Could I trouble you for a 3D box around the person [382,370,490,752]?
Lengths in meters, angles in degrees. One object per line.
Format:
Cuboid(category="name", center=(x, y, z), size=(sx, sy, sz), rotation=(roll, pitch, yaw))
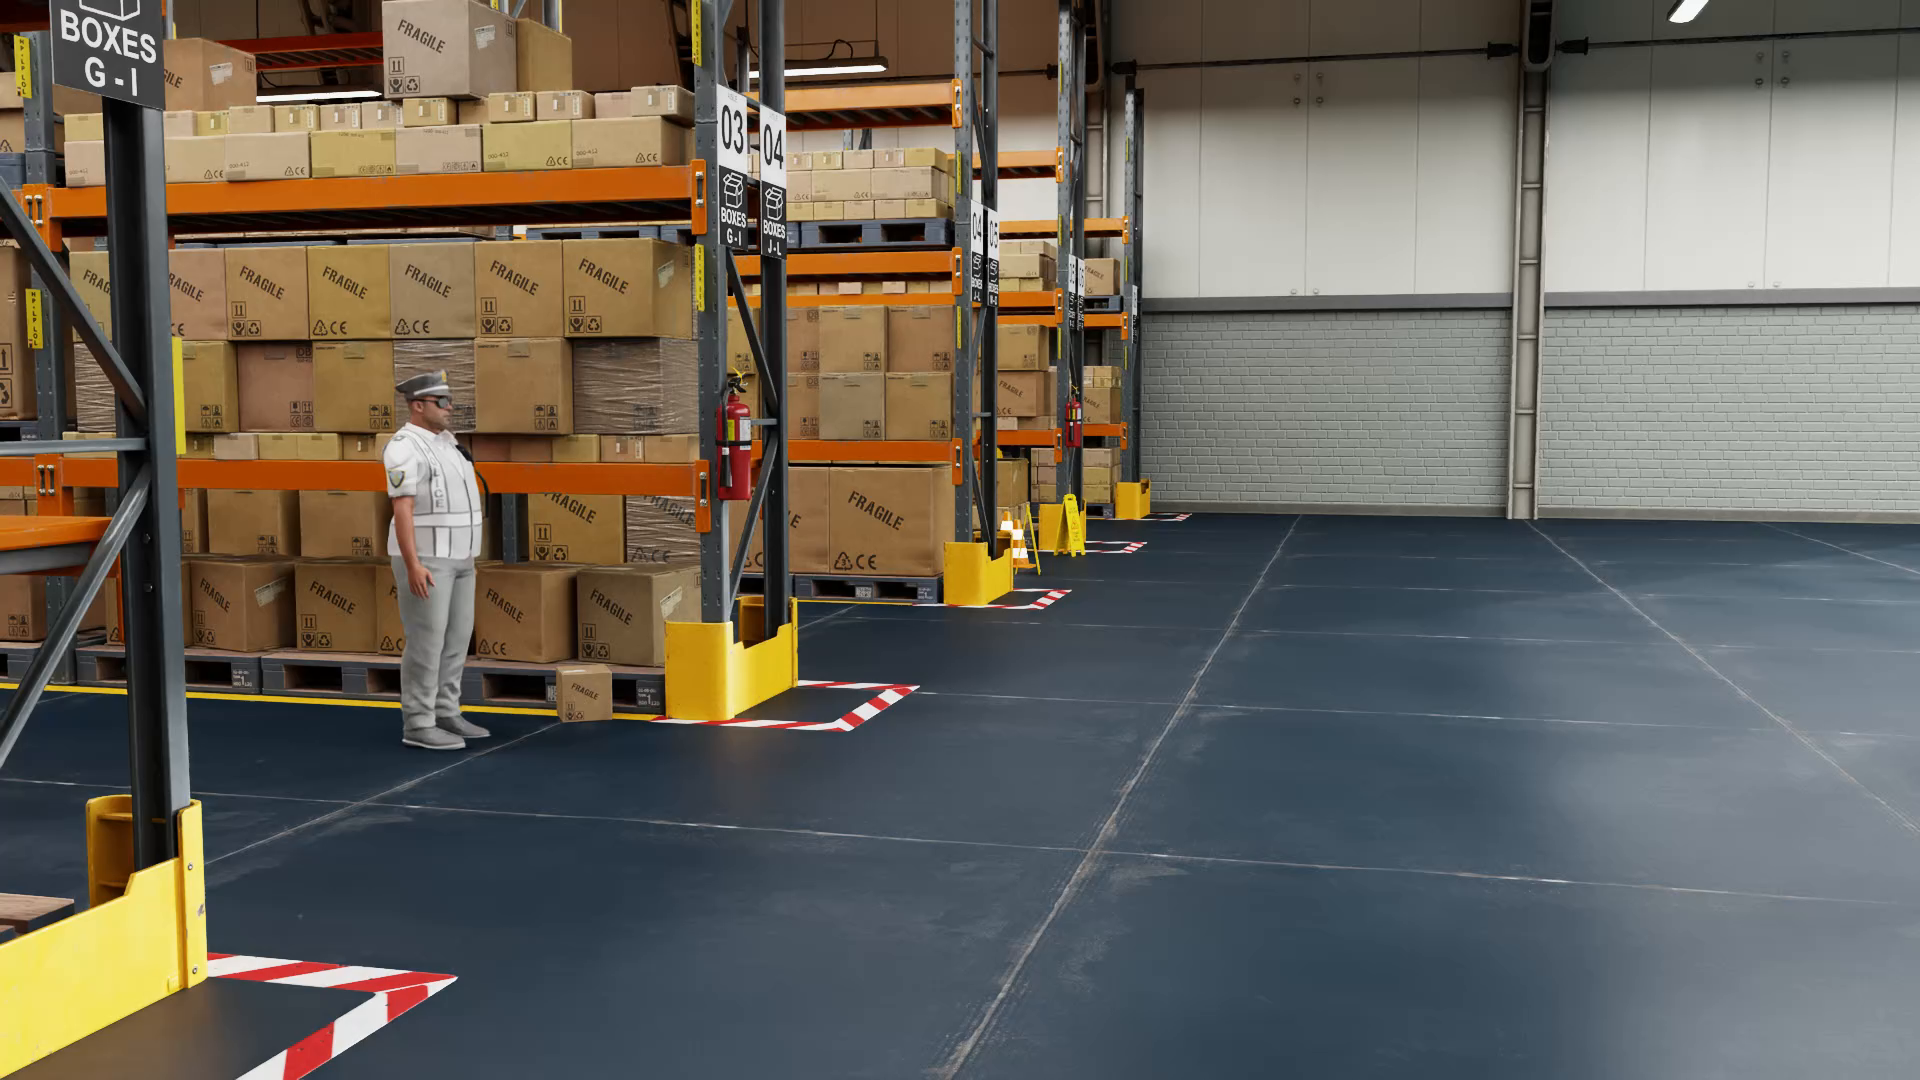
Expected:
Cuboid(category="person", center=(-2.467, 0.094, 7.861), size=(0.393, 1.791, 0.533), rotation=(1, 5, 14))
